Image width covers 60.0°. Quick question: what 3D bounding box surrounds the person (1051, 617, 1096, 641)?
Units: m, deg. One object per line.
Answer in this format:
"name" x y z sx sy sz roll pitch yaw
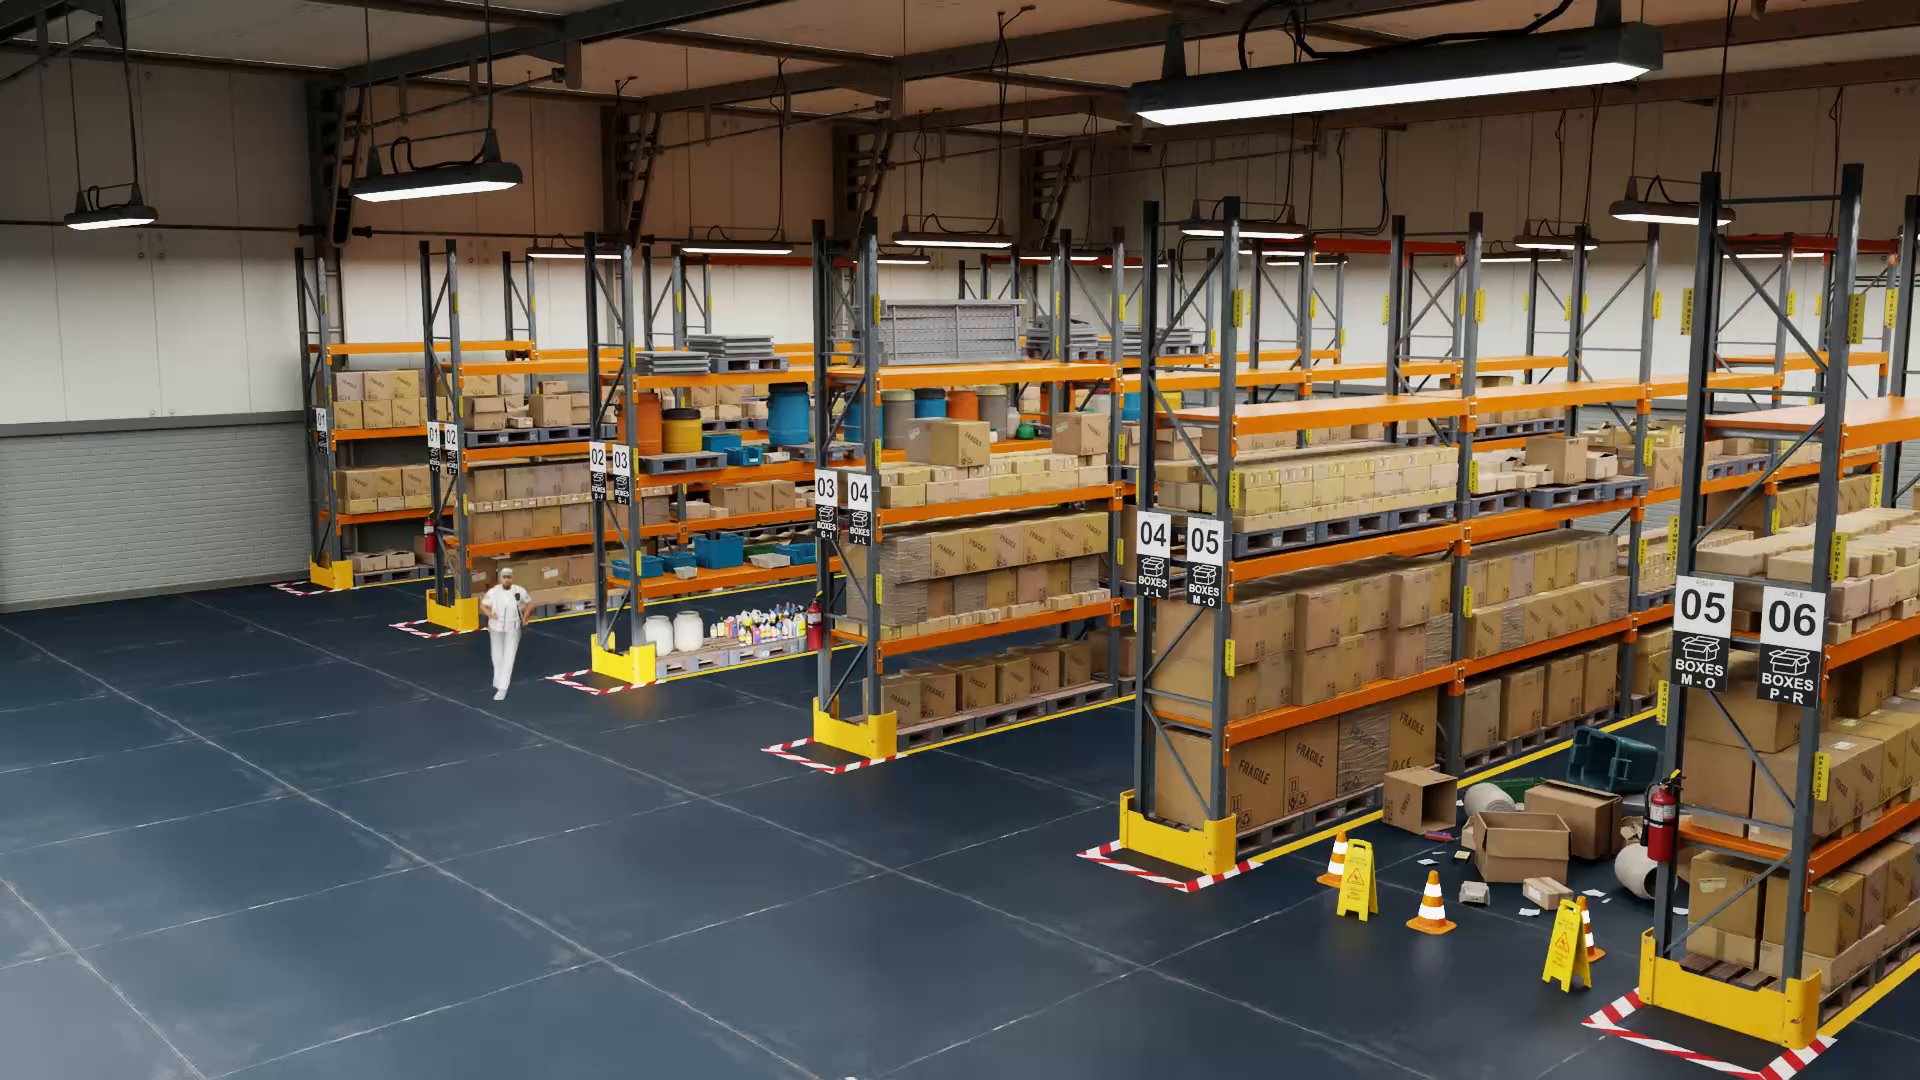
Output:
"person" 1.608 0.617 23.663 0.623 1.709 0.804 8 11 42

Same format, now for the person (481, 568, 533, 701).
"person" -5.894 1.180 21.630 0.637 1.669 0.885 -1 8 -7
